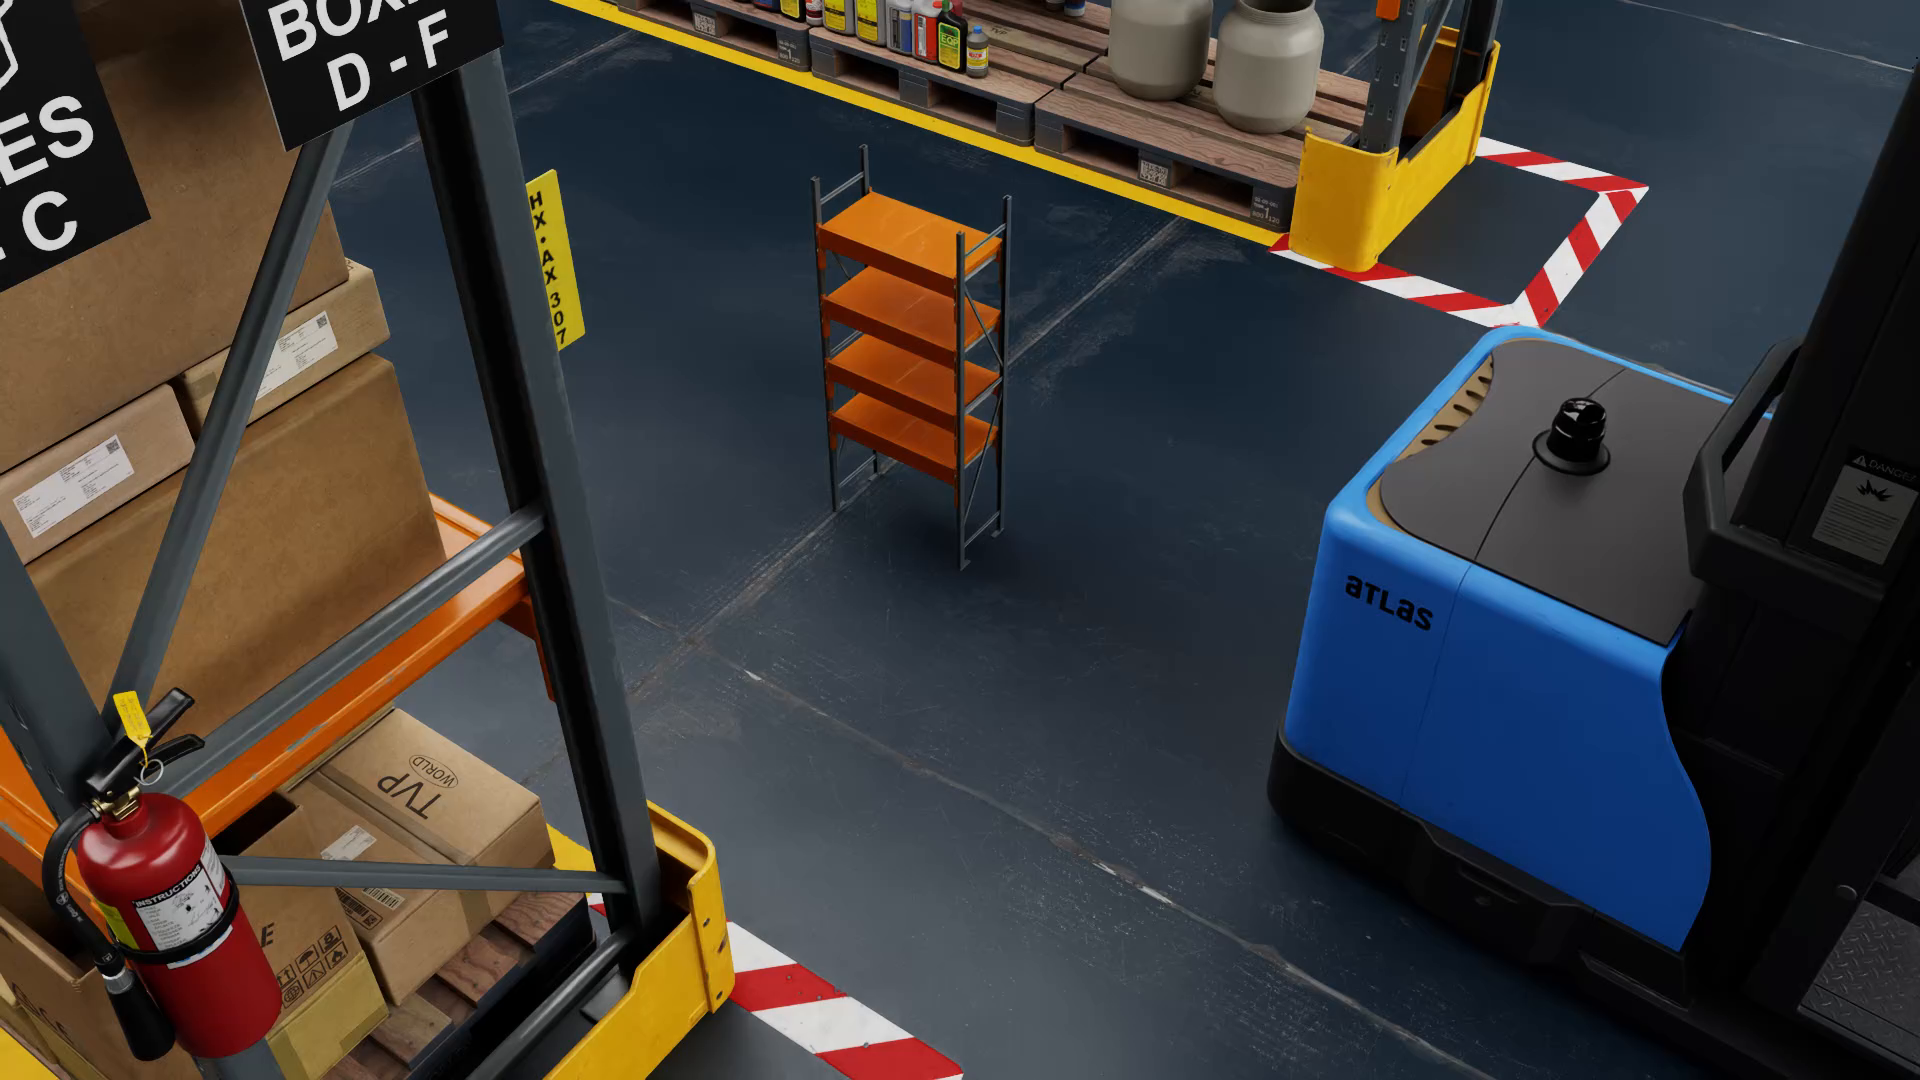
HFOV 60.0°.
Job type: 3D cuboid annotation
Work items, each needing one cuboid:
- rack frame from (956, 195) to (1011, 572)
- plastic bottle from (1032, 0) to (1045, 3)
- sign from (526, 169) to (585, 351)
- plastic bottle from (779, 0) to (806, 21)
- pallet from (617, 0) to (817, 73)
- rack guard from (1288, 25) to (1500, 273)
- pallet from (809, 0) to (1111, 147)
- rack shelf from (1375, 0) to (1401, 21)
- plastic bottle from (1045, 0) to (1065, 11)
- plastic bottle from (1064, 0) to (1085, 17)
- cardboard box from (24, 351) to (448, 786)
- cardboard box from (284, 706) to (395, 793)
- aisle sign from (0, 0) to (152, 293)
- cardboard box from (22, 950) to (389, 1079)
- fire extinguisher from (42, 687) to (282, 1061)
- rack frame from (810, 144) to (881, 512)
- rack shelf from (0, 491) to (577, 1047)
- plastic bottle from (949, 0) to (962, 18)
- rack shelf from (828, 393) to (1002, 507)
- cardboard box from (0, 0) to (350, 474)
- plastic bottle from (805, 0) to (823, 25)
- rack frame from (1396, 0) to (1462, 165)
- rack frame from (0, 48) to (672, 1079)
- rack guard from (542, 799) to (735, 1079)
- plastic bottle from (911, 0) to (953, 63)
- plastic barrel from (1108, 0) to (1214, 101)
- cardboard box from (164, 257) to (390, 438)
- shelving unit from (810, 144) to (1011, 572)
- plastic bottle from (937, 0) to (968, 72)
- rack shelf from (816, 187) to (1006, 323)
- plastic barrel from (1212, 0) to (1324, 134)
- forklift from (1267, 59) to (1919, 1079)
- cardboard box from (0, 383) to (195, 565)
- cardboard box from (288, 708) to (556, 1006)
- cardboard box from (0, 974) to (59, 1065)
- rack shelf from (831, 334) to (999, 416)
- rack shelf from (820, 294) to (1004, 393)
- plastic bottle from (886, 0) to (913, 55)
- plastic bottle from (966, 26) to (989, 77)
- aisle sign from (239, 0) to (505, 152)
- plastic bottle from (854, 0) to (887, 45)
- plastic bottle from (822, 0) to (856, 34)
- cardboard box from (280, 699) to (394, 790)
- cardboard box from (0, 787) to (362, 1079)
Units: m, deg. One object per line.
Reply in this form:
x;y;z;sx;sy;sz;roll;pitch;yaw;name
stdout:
0.064;-0.417;4.816;0.015;1.200;0.240;25;48;25;rack frame
0.349;-2.623;7.639;0.133;0.283;0.061;26;48;26;plastic bottle
-0.694;-0.461;2.807;0.005;0.325;0.100;25;48;25;sign
-0.757;-2.500;7.502;0.133;0.283;0.061;27;48;27;plastic bottle
-0.919;-2.723;8.135;1.213;0.211;1.003;25;48;25;pallet
1.741;-1.583;6.644;0.348;0.500;1.175;25;48;25;rack guard
0.084;-2.256;7.613;1.213;0.211;1.003;25;48;25;pallet
0.192;-3.008;6.902;4.000;0.370;1.077;25;48;25;rack shelf
0.440;-2.536;7.603;0.097;0.201;0.097;0;42;0;plastic bottle
0.524;-2.522;7.535;0.097;0.271;0.097;0;42;0;plastic bottle
-1.392;-0.031;2.960;0.500;0.500;0.700;25;48;25;cardboard box
-1.740;0.544;4.139;0.500;0.250;0.500;25;48;25;cardboard box
-1.132;-0.591;1.712;0.004;0.787;0.394;25;48;25;aisle sign
-1.626;1.016;3.612;0.500;0.250;0.500;25;48;25;cardboard box
-1.187;0.520;2.478;0.183;0.674;0.296;25;48;25;fire extinguisher
-0.335;-0.604;5.025;0.015;1.200;0.240;25;48;25;rack frame
-2.655;-0.306;3.881;4.000;0.370;1.077;25;48;25;rack shelf
-0.056;-2.296;7.274;0.133;0.283;0.061;25;48;25;plastic bottle
-0.136;-0.312;5.098;0.480;0.148;0.258;25;48;25;rack shelf
-1.436;-0.535;2.550;0.500;0.500;0.700;25;48;25;cardboard box
-0.650;-2.434;7.490;0.097;0.201;0.097;0;42;0;plastic bottle
1.832;-2.512;5.808;0.053;2.616;0.949;25;48;25;rack frame
-1.017;0.192;2.786;0.127;3.000;1.000;25;48;25;rack frame
-0.998;1.133;3.609;0.348;0.500;1.175;25;48;25;rack guard
-0.116;-2.235;7.211;0.135;0.276;0.152;25;48;26;plastic bottle
0.837;-2.142;6.945;0.421;0.512;0.421;0;42;0;plastic barrel
-1.215;-0.355;2.835;0.250;0.149;0.380;25;47;25;cardboard box
-0.136;-0.511;4.921;0.503;1.200;0.258;25;48;25;shelving unit
-0.032;-2.161;7.123;0.133;0.283;0.061;26;48;26;plastic bottle
-0.136;-0.803;4.659;0.480;0.148;0.258;25;48;25;rack shelf
1.247;-1.950;6.731;0.421;0.512;0.421;0;42;0;plastic barrel
0.532;-2.042;4.758;8.990;3.703;3.137;27;48;27;forklift
-1.440;-0.129;2.583;0.250;0.149;0.380;24;47;25;cardboard box
-1.329;0.734;3.928;0.500;0.250;0.500;25;48;25;cardboard box
-2.042;0.831;3.818;0.500;0.250;0.500;25;48;25;cardboard box
-0.136;-0.490;4.940;0.457;0.050;0.221;25;48;25;rack shelf
-0.136;-0.627;4.816;0.480;0.148;0.258;25;48;25;rack shelf
-0.230;-2.288;7.270;0.135;0.276;0.152;24;47;24;plastic bottle
0.074;-2.096;7.111;0.097;0.201;0.097;0;42;0;plastic bottle
-0.788;-0.919;2.078;0.004;0.787;0.394;25;48;25;aisle sign
-0.368;-2.377;7.314;0.185;0.351;0.144;27;48;27;plastic bottle
-0.520;-2.448;7.393;0.185;0.351;0.144;25;47;25;plastic bottle
-1.739;0.264;3.891;0.500;0.500;0.500;25;48;25;cardboard box
-1.627;0.738;3.360;0.500;0.500;0.500;25;48;25;cardboard box
